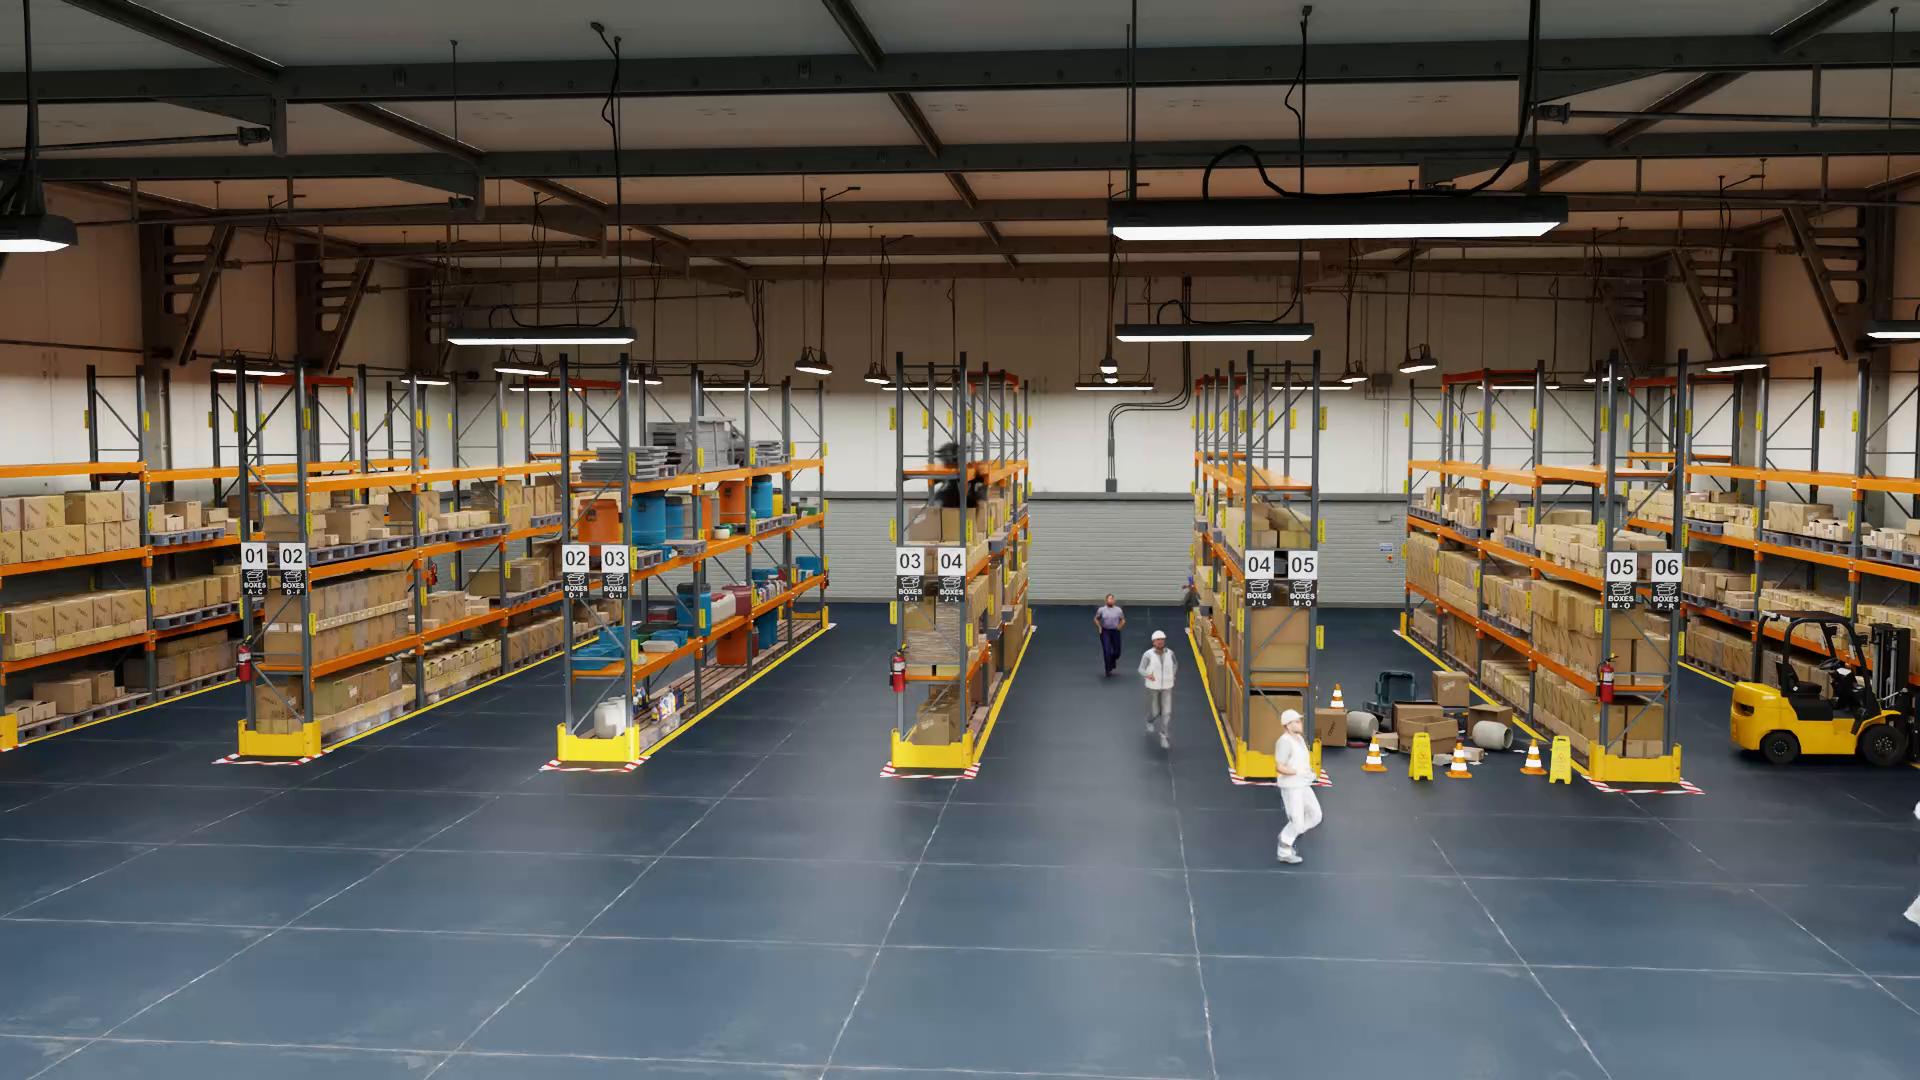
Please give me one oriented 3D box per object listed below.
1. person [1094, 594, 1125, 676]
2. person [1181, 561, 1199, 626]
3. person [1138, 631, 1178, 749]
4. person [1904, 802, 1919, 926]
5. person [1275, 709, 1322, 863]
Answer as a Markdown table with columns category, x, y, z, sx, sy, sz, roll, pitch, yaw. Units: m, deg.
| category | x | y | z | sx | sy | sz | roll | pitch | yaw |
| --- | --- | --- | --- | --- | --- | --- | --- | --- | --- |
| person | 2.958 | 1.865 | 32.905 | 0.613 | 1.598 | 0.688 | 0 | 4 | -3 |
| person | 5.700 | 1.320 | 40.595 | 0.609 | 1.654 | 0.586 | -1 | 4 | -9 |
| person | 3.079 | 2.291 | 25.827 | 0.634 | 1.777 | 0.922 | 0 | 4 | -6 |
| person | 9.474 | 3.020 | 15.839 | 0.699 | 1.733 | 0.893 | -3 | 5 | -39 |
| person | 3.833 | 2.785 | 18.776 | 0.580 | 1.741 | 0.644 | 3 | 5 | 38 |
